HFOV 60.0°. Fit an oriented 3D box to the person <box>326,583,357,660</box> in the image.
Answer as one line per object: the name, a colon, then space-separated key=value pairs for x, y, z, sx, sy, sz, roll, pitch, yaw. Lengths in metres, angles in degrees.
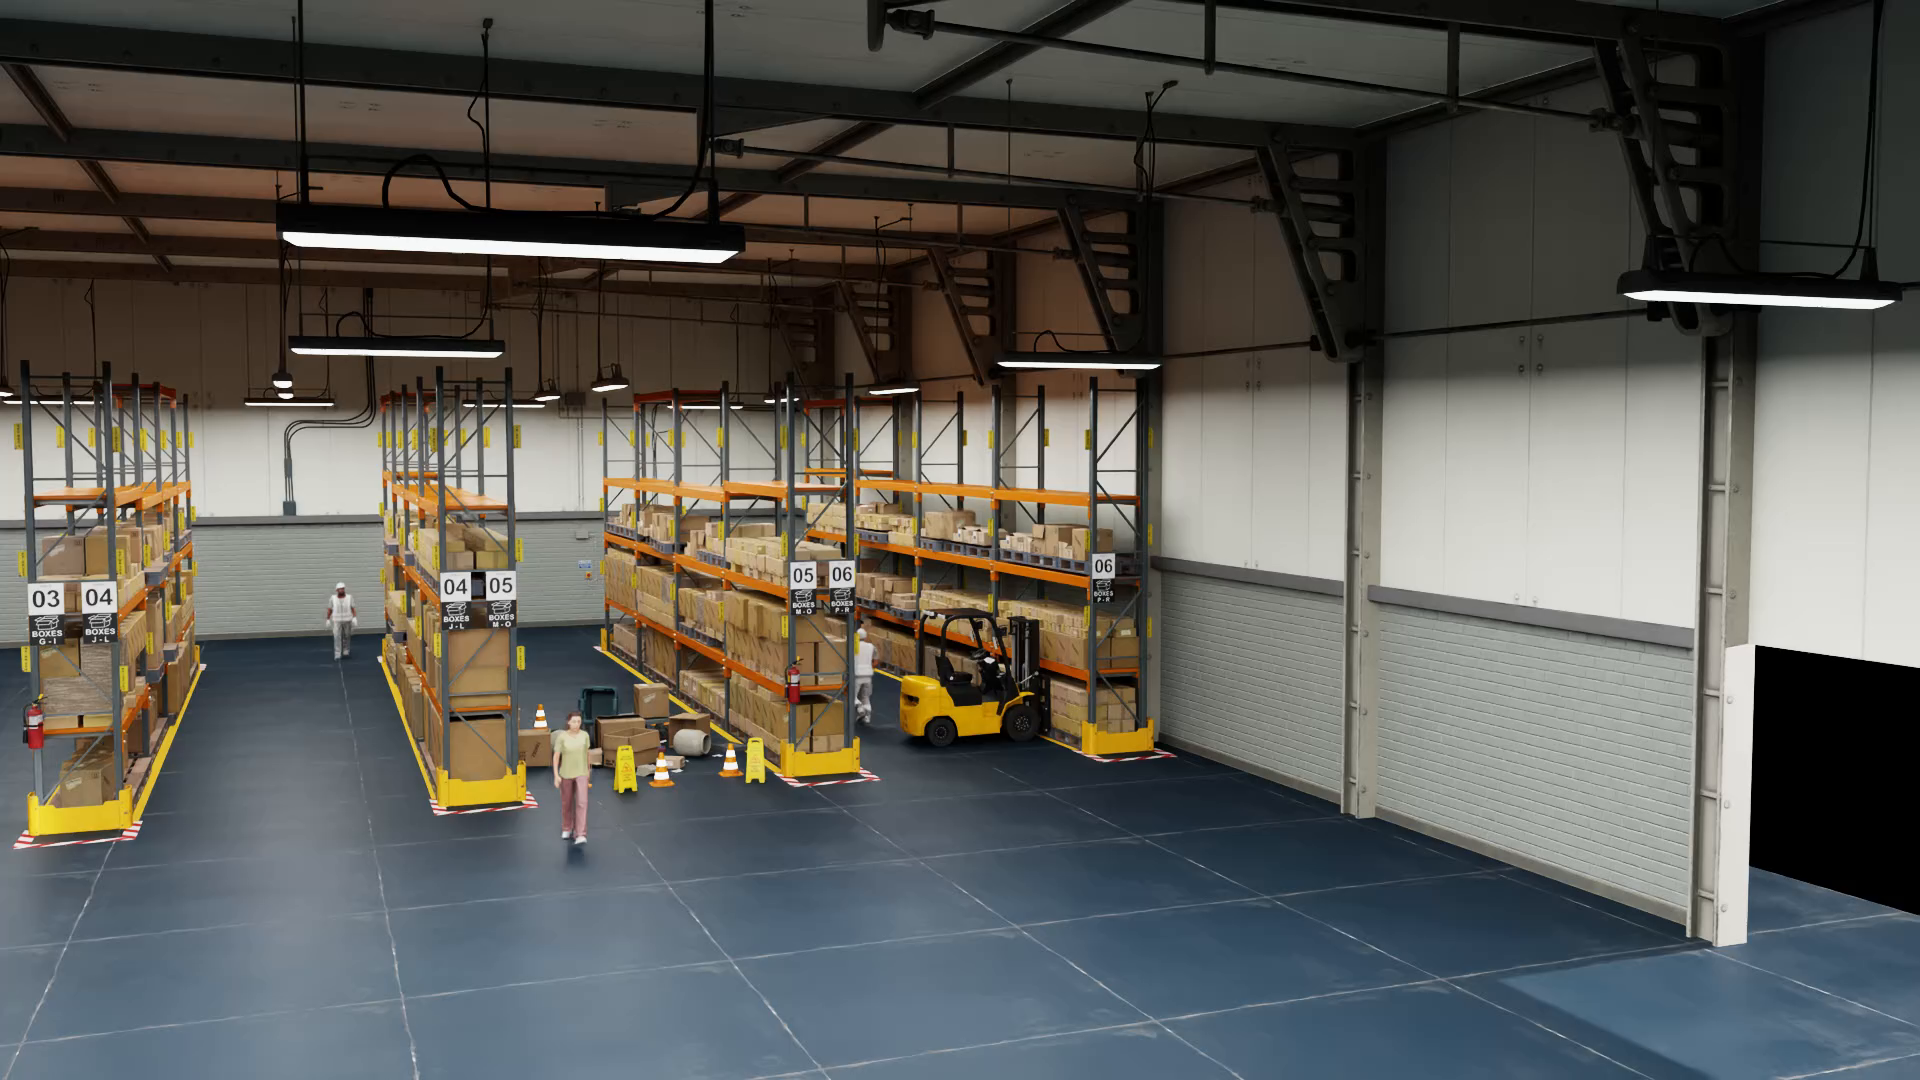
person: x=-14.111 y=1.834 z=37.927 sx=0.677 sy=1.721 sz=1.064 roll=-1 pitch=4 yaw=-18

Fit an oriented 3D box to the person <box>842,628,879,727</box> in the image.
person: x=-1.724 y=2.407 z=29.264 sx=0.653 sy=1.685 sz=0.778 roll=-1 pitch=4 yaw=-21

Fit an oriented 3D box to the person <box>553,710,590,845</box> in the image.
person: x=-4.796 y=2.927 z=20.583 sx=0.475 sy=1.637 sz=0.896 roll=-1 pitch=4 yaw=-18
